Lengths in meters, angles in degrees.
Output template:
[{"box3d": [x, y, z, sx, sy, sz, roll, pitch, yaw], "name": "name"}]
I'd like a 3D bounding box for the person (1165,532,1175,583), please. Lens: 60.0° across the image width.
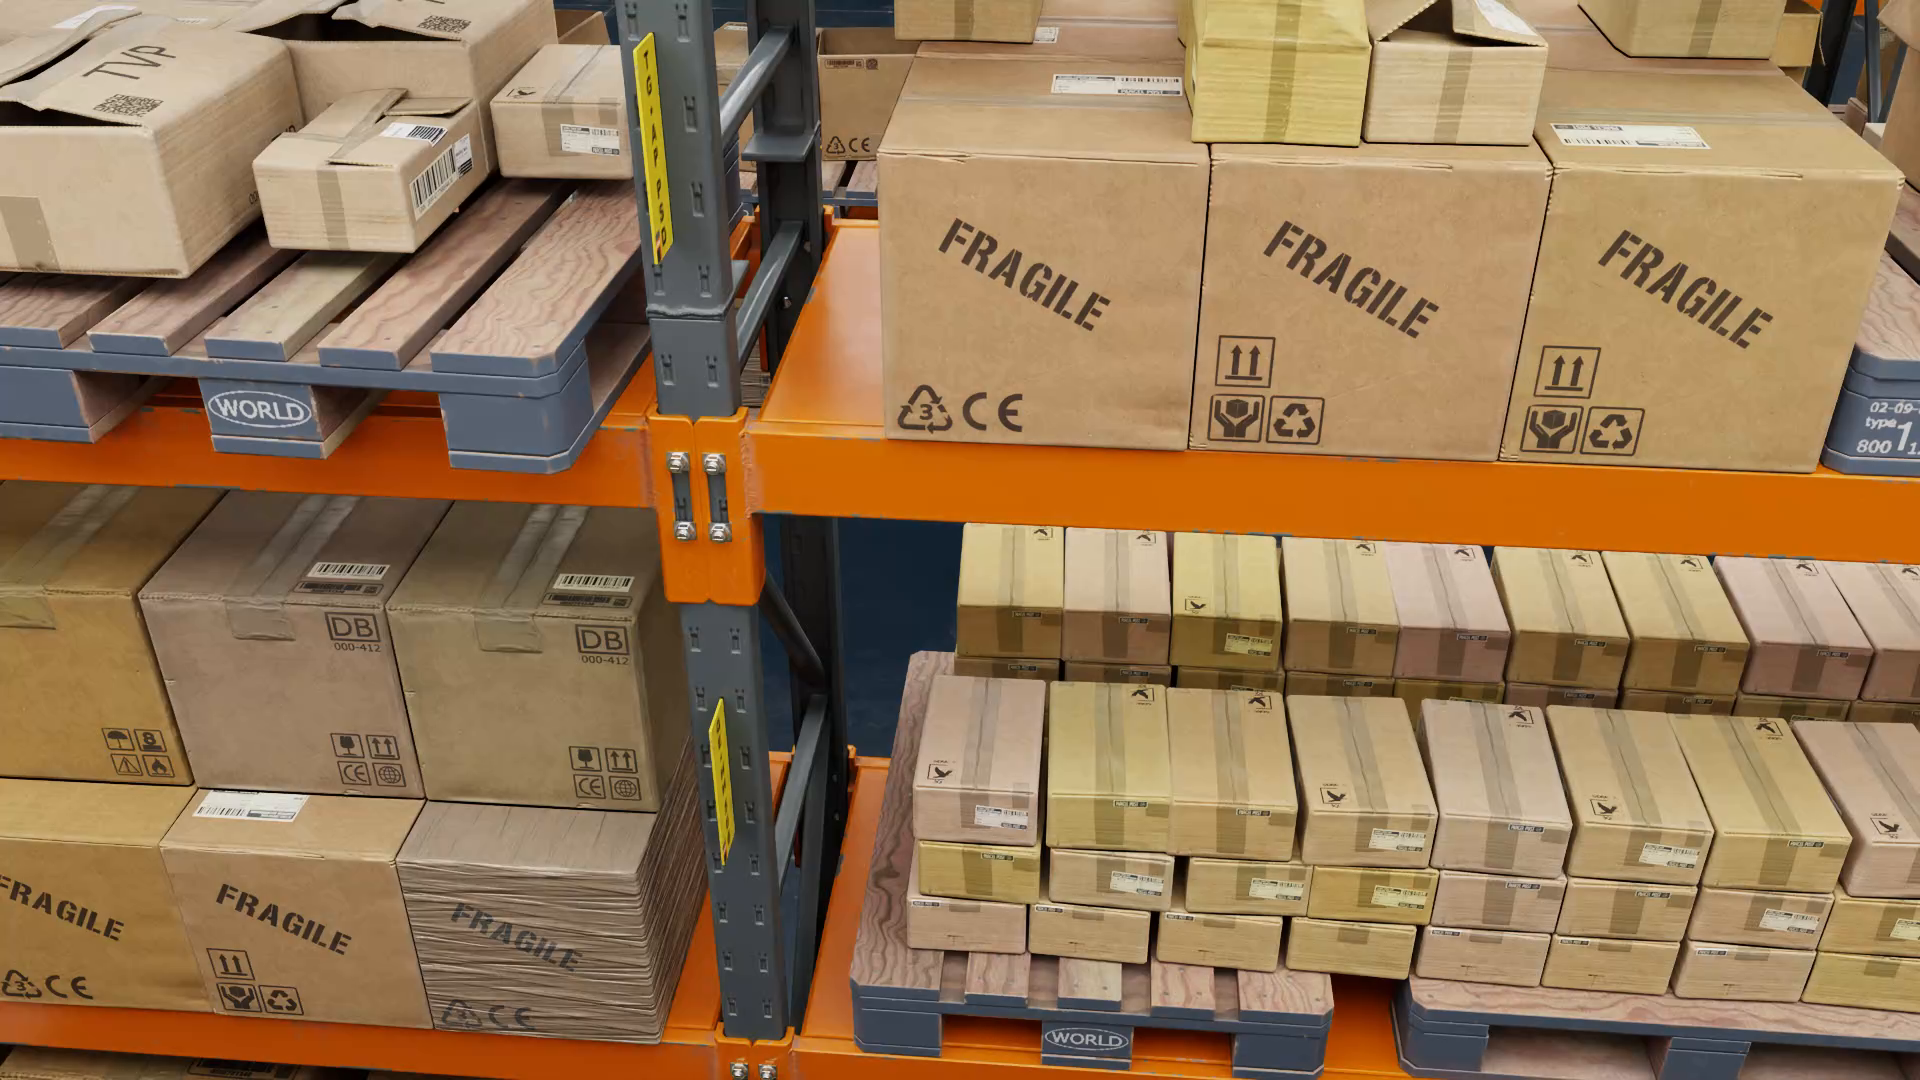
[{"box3d": [1.039, -0.026, 7.167, 0.945, 0.806, 0.577, 2, 32, 3], "name": "person"}]
